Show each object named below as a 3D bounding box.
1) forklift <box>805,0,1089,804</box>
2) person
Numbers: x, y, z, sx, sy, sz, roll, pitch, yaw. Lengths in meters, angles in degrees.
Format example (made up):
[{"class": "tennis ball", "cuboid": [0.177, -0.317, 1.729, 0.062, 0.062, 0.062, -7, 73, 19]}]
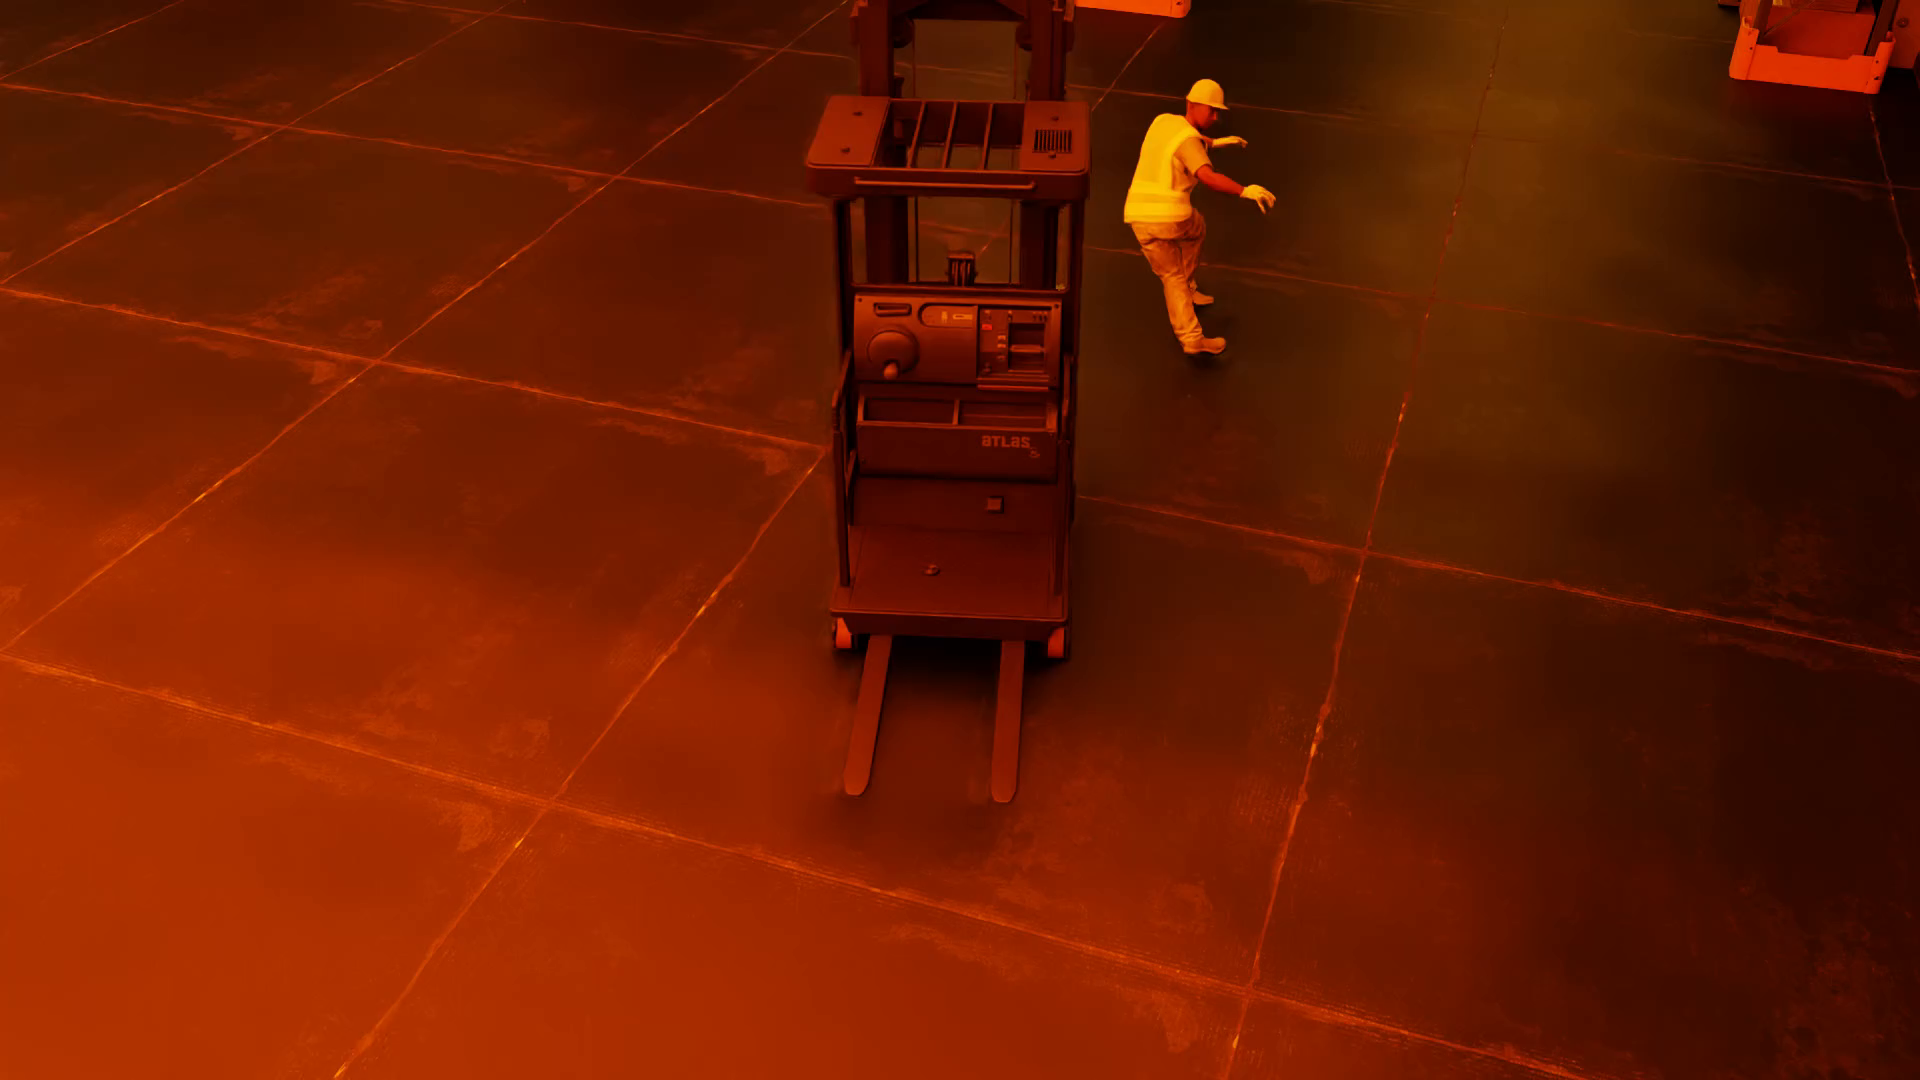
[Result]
[{"class": "forklift", "cuboid": [-0.024, -0.834, 7.287, 1.130, 2.935, 3.031, 2, 35, 3]}, {"class": "person", "cuboid": [1.537, -2.017, 10.177, 1.005, 1.540, 1.049, 30, 45, 35]}]
